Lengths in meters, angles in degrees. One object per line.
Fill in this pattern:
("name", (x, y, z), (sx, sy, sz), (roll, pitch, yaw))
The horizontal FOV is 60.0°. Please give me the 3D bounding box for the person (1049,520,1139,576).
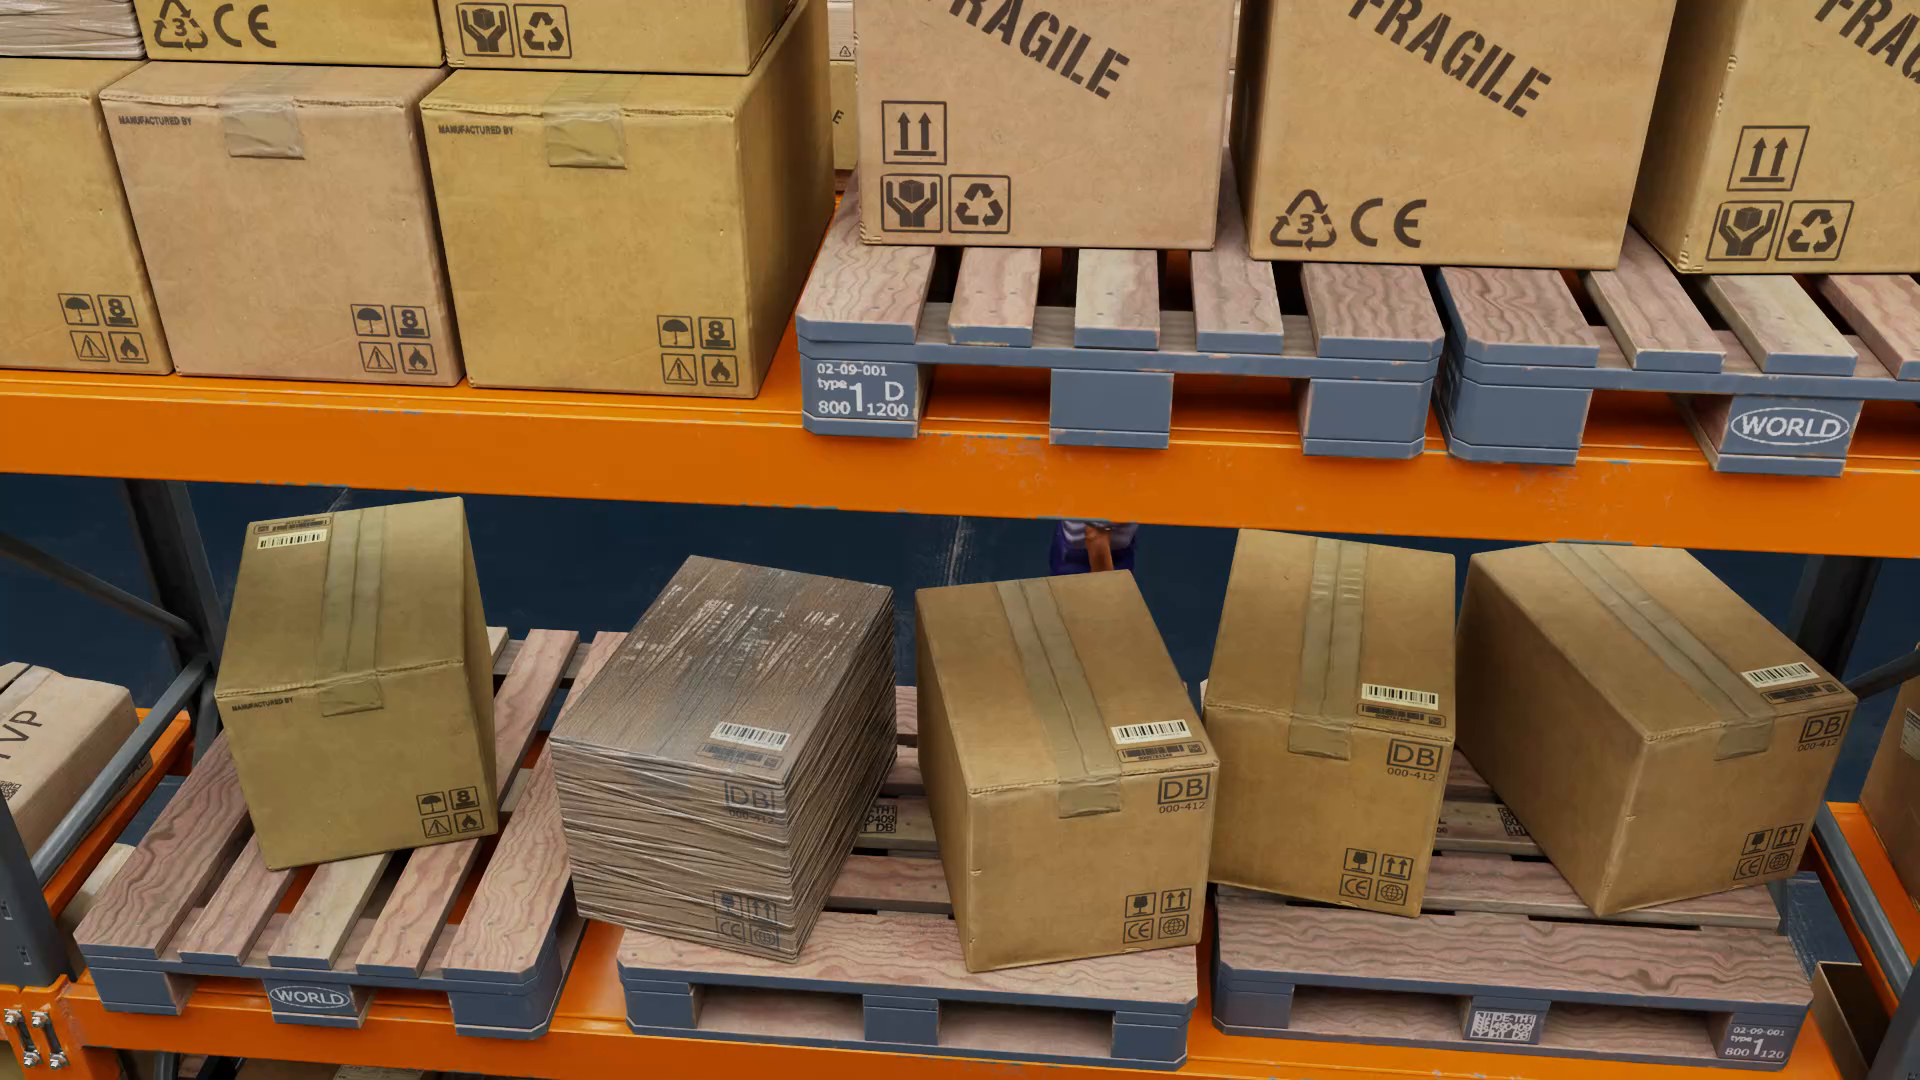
("person", (0.532, 0.113, 5.964), (0.422, 1.652, 0.564), (1, 32, 1))
